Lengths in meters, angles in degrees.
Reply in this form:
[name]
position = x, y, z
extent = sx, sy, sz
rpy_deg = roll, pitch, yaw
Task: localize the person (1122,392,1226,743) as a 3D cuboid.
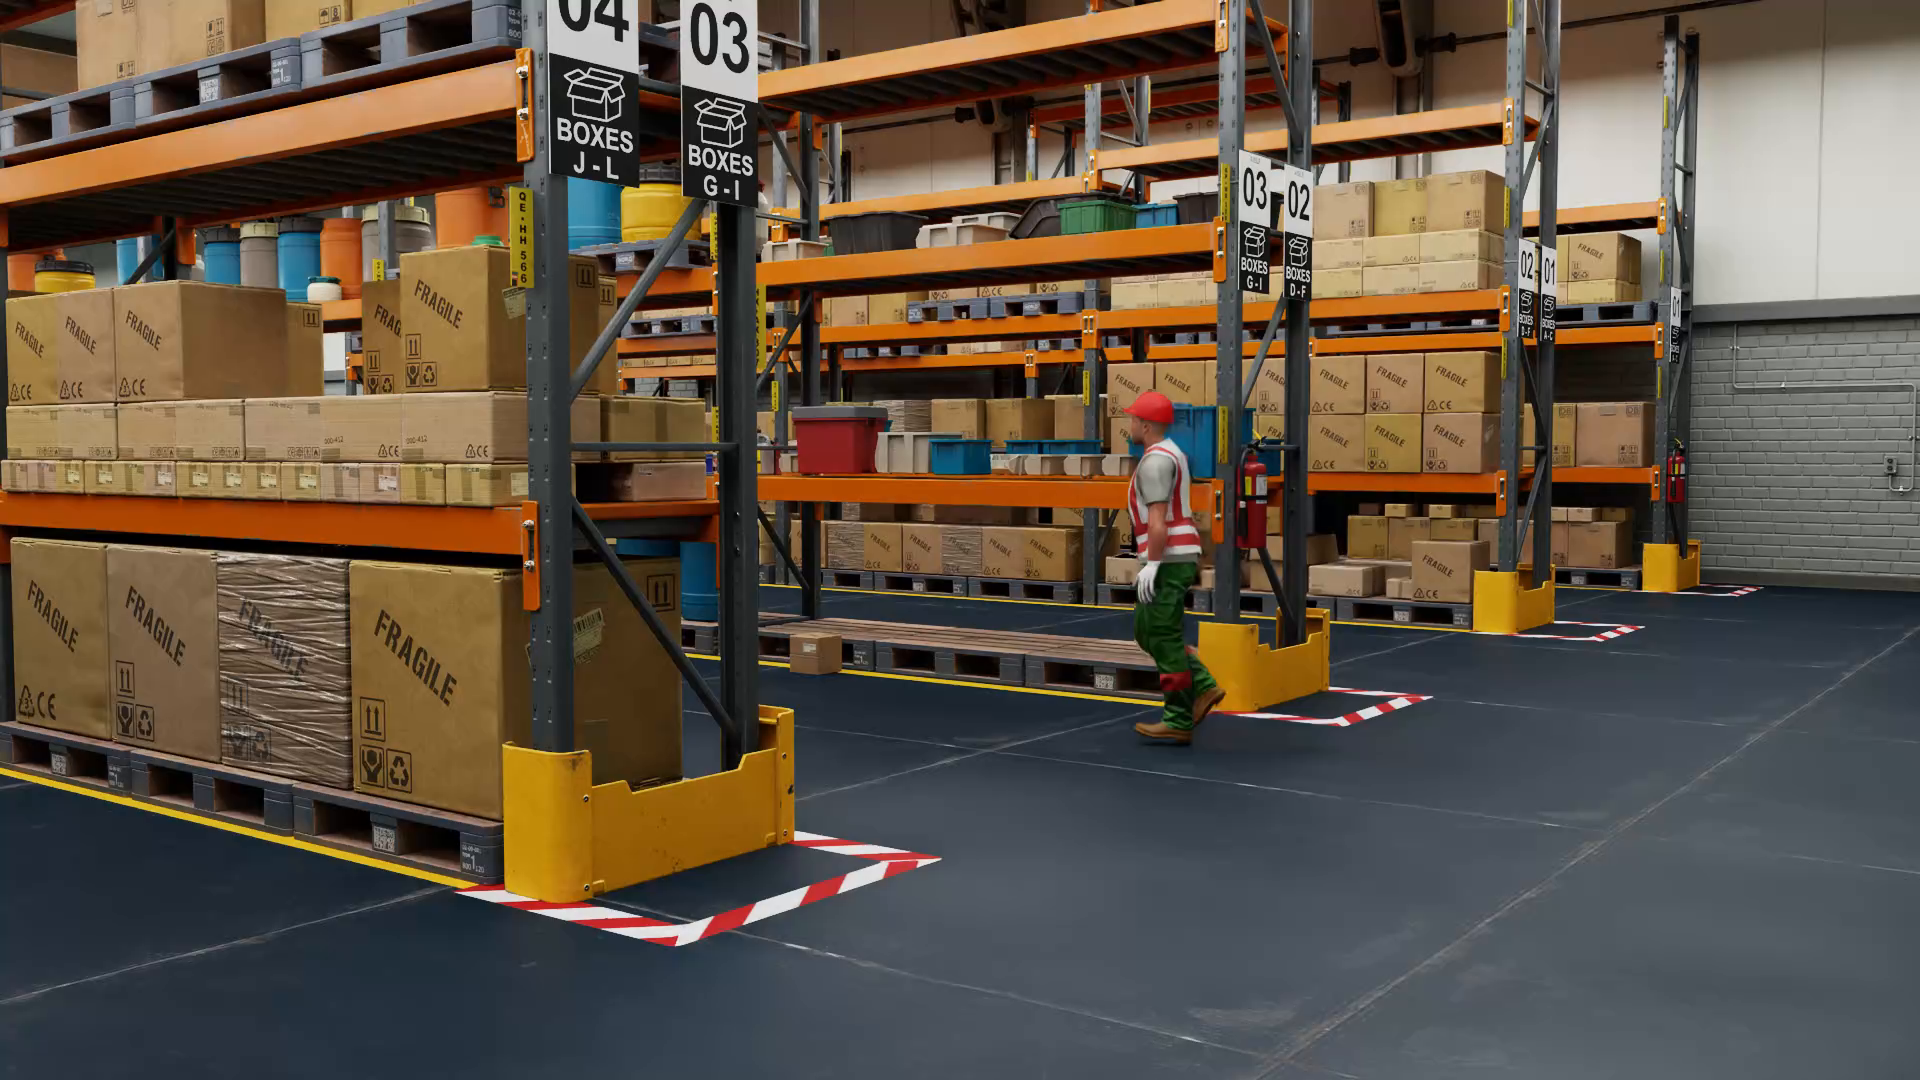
[person]
position = 1.089, 0.129, 8.502
extent = 0.544, 1.773, 0.628
rpy_deg = 1, 3, 19
